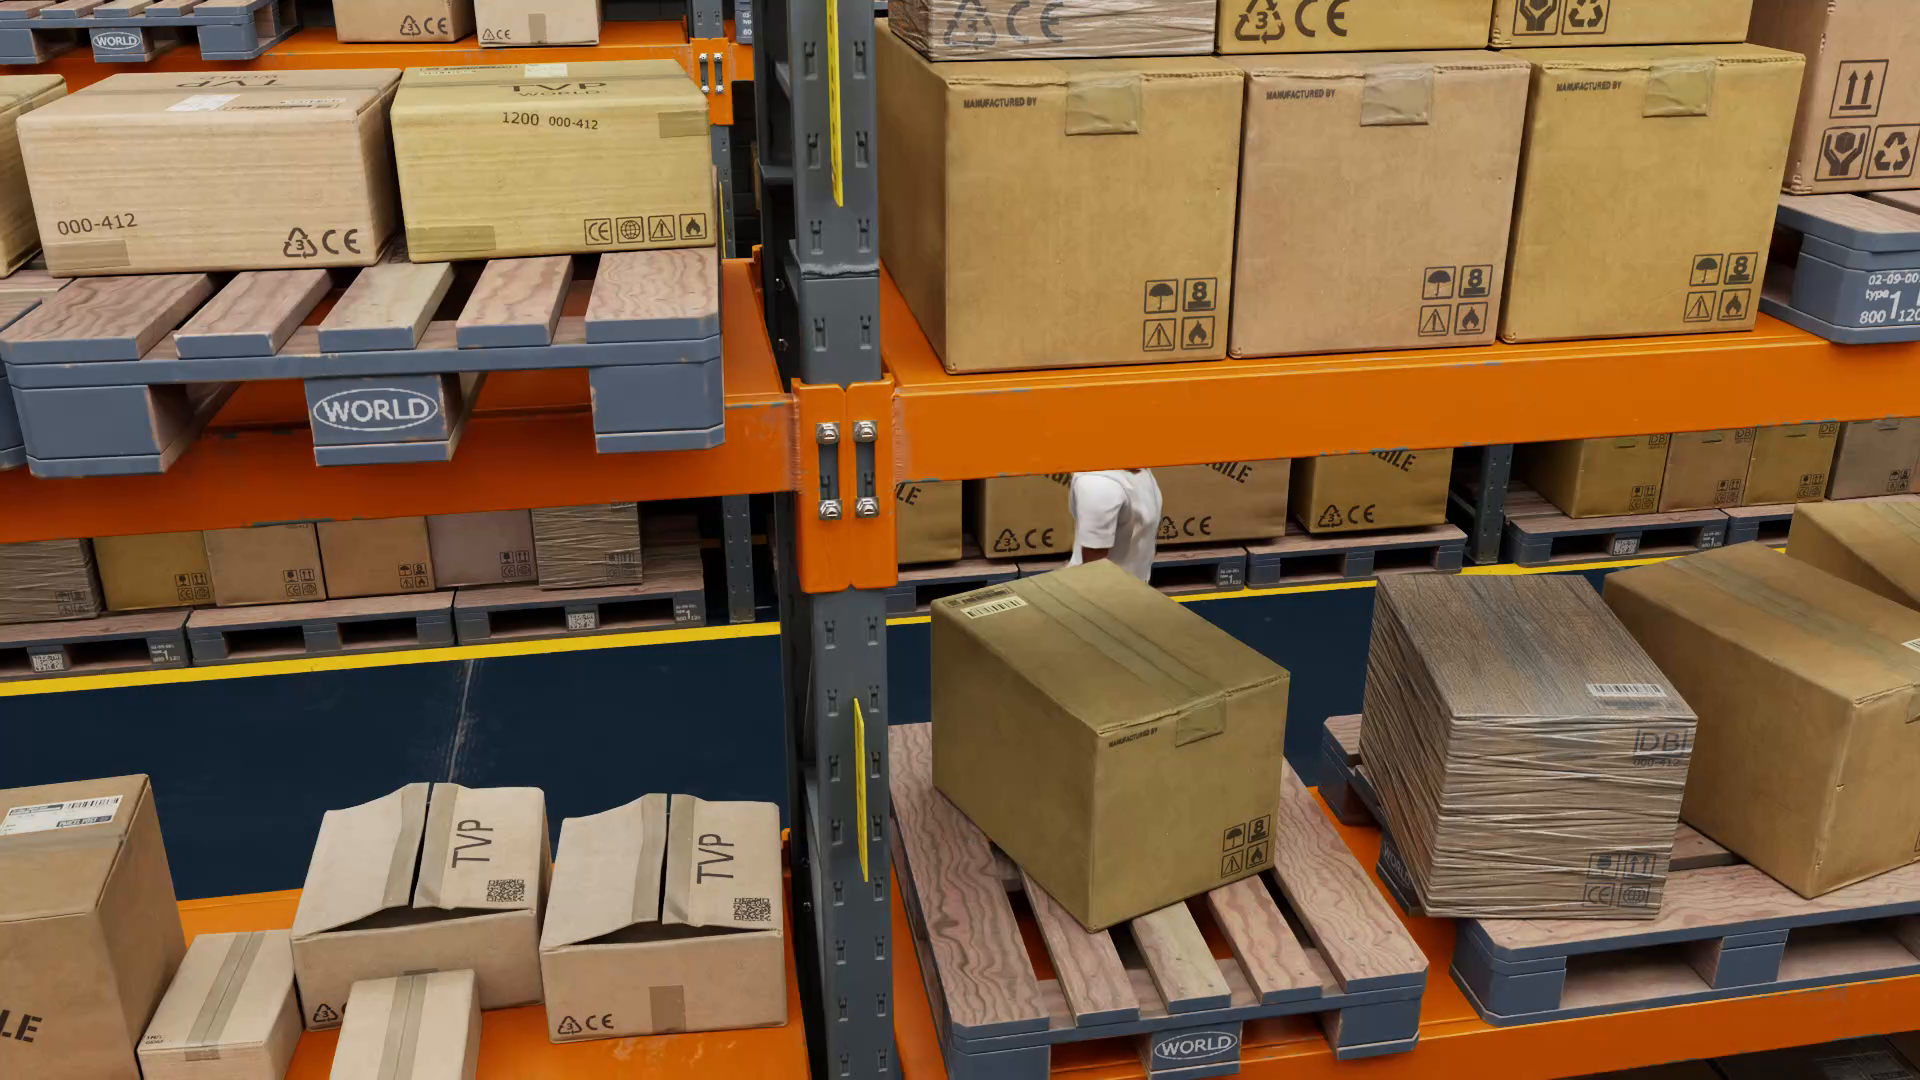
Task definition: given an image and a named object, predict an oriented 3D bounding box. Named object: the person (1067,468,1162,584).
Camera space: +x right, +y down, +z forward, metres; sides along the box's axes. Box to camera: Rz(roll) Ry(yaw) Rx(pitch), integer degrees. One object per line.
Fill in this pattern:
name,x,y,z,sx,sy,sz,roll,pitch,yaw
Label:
person,0.634,0.186,6.582,0.587,1.752,0.704,8,24,18
